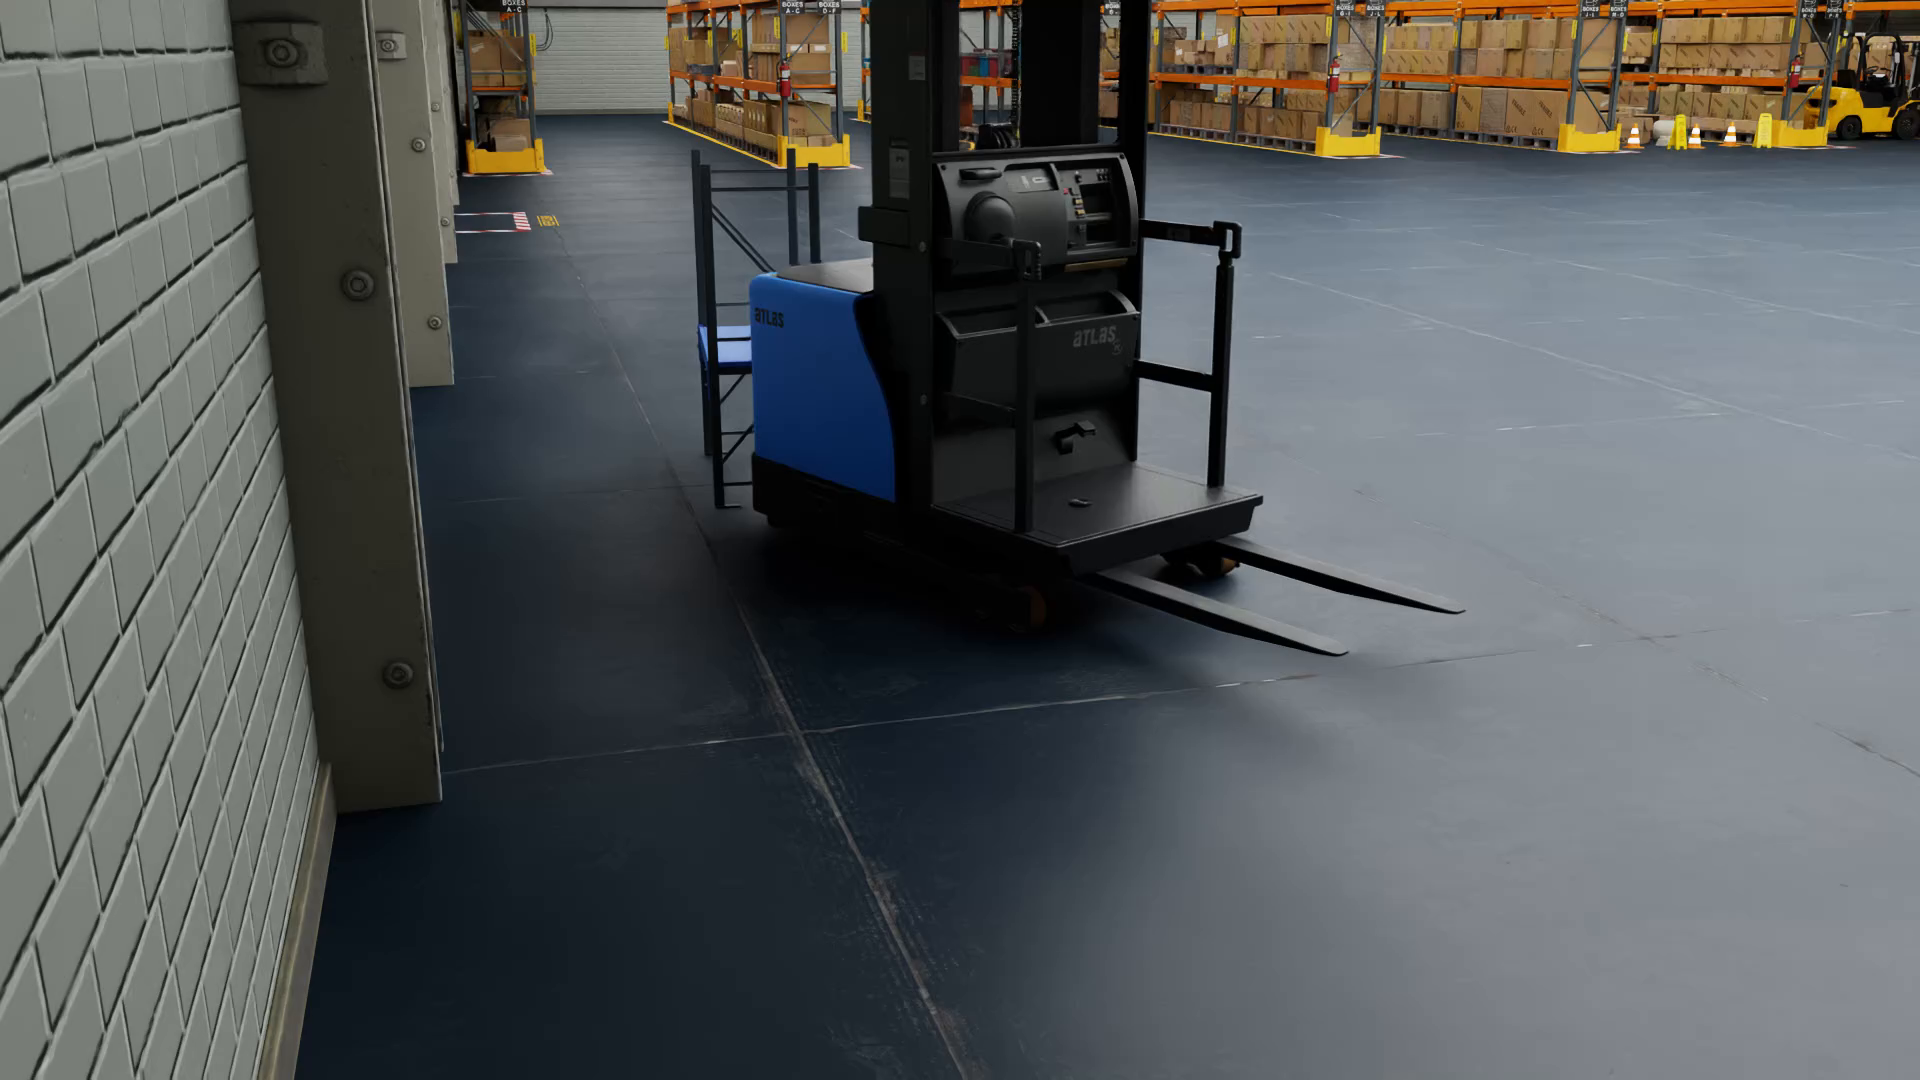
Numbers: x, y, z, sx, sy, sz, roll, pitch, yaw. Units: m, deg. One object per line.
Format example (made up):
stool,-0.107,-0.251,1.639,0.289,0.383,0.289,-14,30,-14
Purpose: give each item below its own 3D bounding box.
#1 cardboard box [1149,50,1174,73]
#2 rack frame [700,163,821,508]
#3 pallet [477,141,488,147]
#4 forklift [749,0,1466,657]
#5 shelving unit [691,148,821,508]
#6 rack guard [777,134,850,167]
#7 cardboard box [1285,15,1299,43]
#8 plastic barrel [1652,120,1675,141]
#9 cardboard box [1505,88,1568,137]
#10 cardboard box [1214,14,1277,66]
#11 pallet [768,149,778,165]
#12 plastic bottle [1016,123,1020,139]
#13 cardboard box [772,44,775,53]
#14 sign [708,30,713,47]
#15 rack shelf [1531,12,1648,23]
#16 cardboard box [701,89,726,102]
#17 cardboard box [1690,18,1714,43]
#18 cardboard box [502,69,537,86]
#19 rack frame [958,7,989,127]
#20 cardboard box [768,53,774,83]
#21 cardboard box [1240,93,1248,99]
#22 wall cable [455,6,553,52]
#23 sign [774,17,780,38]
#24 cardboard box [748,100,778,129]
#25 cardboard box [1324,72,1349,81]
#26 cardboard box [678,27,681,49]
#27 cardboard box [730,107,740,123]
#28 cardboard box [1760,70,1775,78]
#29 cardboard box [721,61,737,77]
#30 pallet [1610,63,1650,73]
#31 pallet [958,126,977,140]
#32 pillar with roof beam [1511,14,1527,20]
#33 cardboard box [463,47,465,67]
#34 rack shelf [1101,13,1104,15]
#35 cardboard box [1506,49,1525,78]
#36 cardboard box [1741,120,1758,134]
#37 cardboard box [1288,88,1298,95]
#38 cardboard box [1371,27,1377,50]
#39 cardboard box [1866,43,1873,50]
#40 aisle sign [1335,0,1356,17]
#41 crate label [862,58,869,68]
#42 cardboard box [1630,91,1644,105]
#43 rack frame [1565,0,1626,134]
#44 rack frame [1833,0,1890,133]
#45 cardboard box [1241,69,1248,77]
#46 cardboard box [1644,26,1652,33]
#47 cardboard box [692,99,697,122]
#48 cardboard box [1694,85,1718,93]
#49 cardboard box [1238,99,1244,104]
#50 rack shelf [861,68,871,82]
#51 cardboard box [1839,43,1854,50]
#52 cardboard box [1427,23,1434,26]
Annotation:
cardboard box,4.519,-10.828,37.611,0.500,0.500,0.500,-4,17,-14
rack frame,-0.851,-0.878,7.267,0.500,1.500,0.032,-3,17,-10
pallet,-8.511,-7.261,30.759,1.003,0.211,1.213,-5,17,-15
forklift,0.434,-1.239,5.983,1.130,2.935,3.031,-13,21,-38
shelving unit,-0.947,-1.021,7.745,0.538,1.500,1.048,-3,17,-10
rack guard,-2.428,-6.464,27.603,1.175,0.500,0.348,-5,17,-15
cardboard box,6.425,-9.528,31.030,0.500,0.500,0.500,-5,17,-15
plastic barrel,14.596,-8.451,34.352,0.512,0.421,0.421,7,18,23
cardboard box,11.394,-8.423,32.744,0.875,0.875,0.875,-5,17,-16
cardboard box,5.908,-10.276,34.174,1.000,1.000,1.000,-5,17,-15
pallet,-2.685,-6.541,28.360,1.003,0.211,1.213,-5,17,-15
plastic bottle,1.110,-7.718,31.387,0.061,0.283,0.133,-4,17,-13
cardboard box,-3.006,-8.403,28.409,0.380,0.149,0.250,-4,17,-14
sign,-5.152,-10.352,34.325,0.100,0.325,0.005,-5,17,-15
rack shelf,17.544,-14.592,46.351,1.077,0.370,4.000,-5,17,-15
cardboard box,-5.421,-9.792,36.612,0.500,0.250,0.500,-5,17,-16
cardboard box,15.664,-10.586,34.552,0.700,0.500,0.500,-5,17,-16
cardboard box,-7.025,-7.373,26.510,0.500,0.250,0.500,-5,17,-17
rack frame,0.130,-10.271,35.932,1.000,3.000,0.127,-5,17,-15
cardboard box,-2.979,-8.274,29.109,0.700,0.500,0.500,-4,17,-14
cardboard box,7.689,-11.826,44.301,0.380,0.149,0.250,-4,17,-14
wall cable,-12.804,-14.680,45.578,3.097,2.526,0.112,-5,17,-15
sign,-2.960,-8.297,26.935,0.100,0.325,0.005,-5,17,-15
cardboard box,-3.563,-7.727,30.208,0.500,0.500,0.500,-5,17,-15
cardboard box,6.814,-8.392,30.114,0.380,0.149,0.250,-5,17,-15
cardboard box,-6.402,-11.914,39.490,0.500,0.500,0.500,-5,17,-15
cardboard box,-4.205,-8.298,32.438,0.500,0.311,0.500,-5,17,-15
cardboard box,16.135,-9.261,33.006,0.380,0.149,0.250,-5,17,-16
cardboard box,-4.574,-9.575,33.770,0.500,0.311,0.500,-5,17,-16
pallet,15.004,-10.810,38.060,1.003,0.211,1.213,-5,17,-15
pallet,0.306,-8.719,35.610,1.003,0.211,1.213,-5,17,-15
pillar with roof beam,12.980,-17.403,49.245,9.100,9.000,0.400,-5,17,-15
cardboard box,-9.779,-9.798,33.630,0.500,0.500,0.500,-5,17,-15
rack shelf,3.244,-13.415,42.433,1.077,0.370,4.000,-5,17,-15
cardboard box,11.352,-9.444,32.916,0.875,0.550,0.500,-5,17,-15
cardboard box,16.132,-8.327,33.508,0.500,0.250,0.500,-5,17,-16
cardboard box,8.539,-11.271,41.573,0.500,0.250,0.500,-5,18,-18
cardboard box,9.803,-11.429,37.874,0.700,0.500,0.500,-5,17,-16
cardboard box,20.199,-10.912,36.762,0.380,0.149,0.250,-4,17,-14
aisle sign,6.820,-9.654,29.359,0.394,0.787,0.004,-5,17,-15
crate label,-2.317,-12.339,43.001,0.416,0.233,0.303,-5,17,-15
cardboard box,18.166,-11.652,44.144,0.500,0.500,0.500,-5,17,-16
rack frame,11.888,-8.814,31.082,1.000,3.000,0.127,-5,17,-15
rack frame,20.292,-10.734,37.471,1.000,3.000,0.127,-5,17,-15
cardboard box,5.818,-9.283,33.078,0.380,0.149,0.250,-5,17,-15
cardboard box,15.334,-11.493,37.449,0.380,0.149,0.250,-4,17,-12
cardboard box,-5.834,-9.848,38.102,0.500,0.500,0.500,-6,18,-18
cardboard box,15.619,-9.454,34.830,0.380,0.149,0.250,-4,17,-12
cardboard box,7.692,-11.767,44.619,0.380,0.149,0.250,-6,18,-18
rack shelf,-1.519,-11.587,41.561,1.077,0.370,4.000,-5,17,-15
cardboard box,19.985,-11.169,37.619,0.380,0.149,0.250,-4,17,-13
cardboard box,12.714,-13.737,44.429,0.380,0.149,0.250,-5,17,-16
